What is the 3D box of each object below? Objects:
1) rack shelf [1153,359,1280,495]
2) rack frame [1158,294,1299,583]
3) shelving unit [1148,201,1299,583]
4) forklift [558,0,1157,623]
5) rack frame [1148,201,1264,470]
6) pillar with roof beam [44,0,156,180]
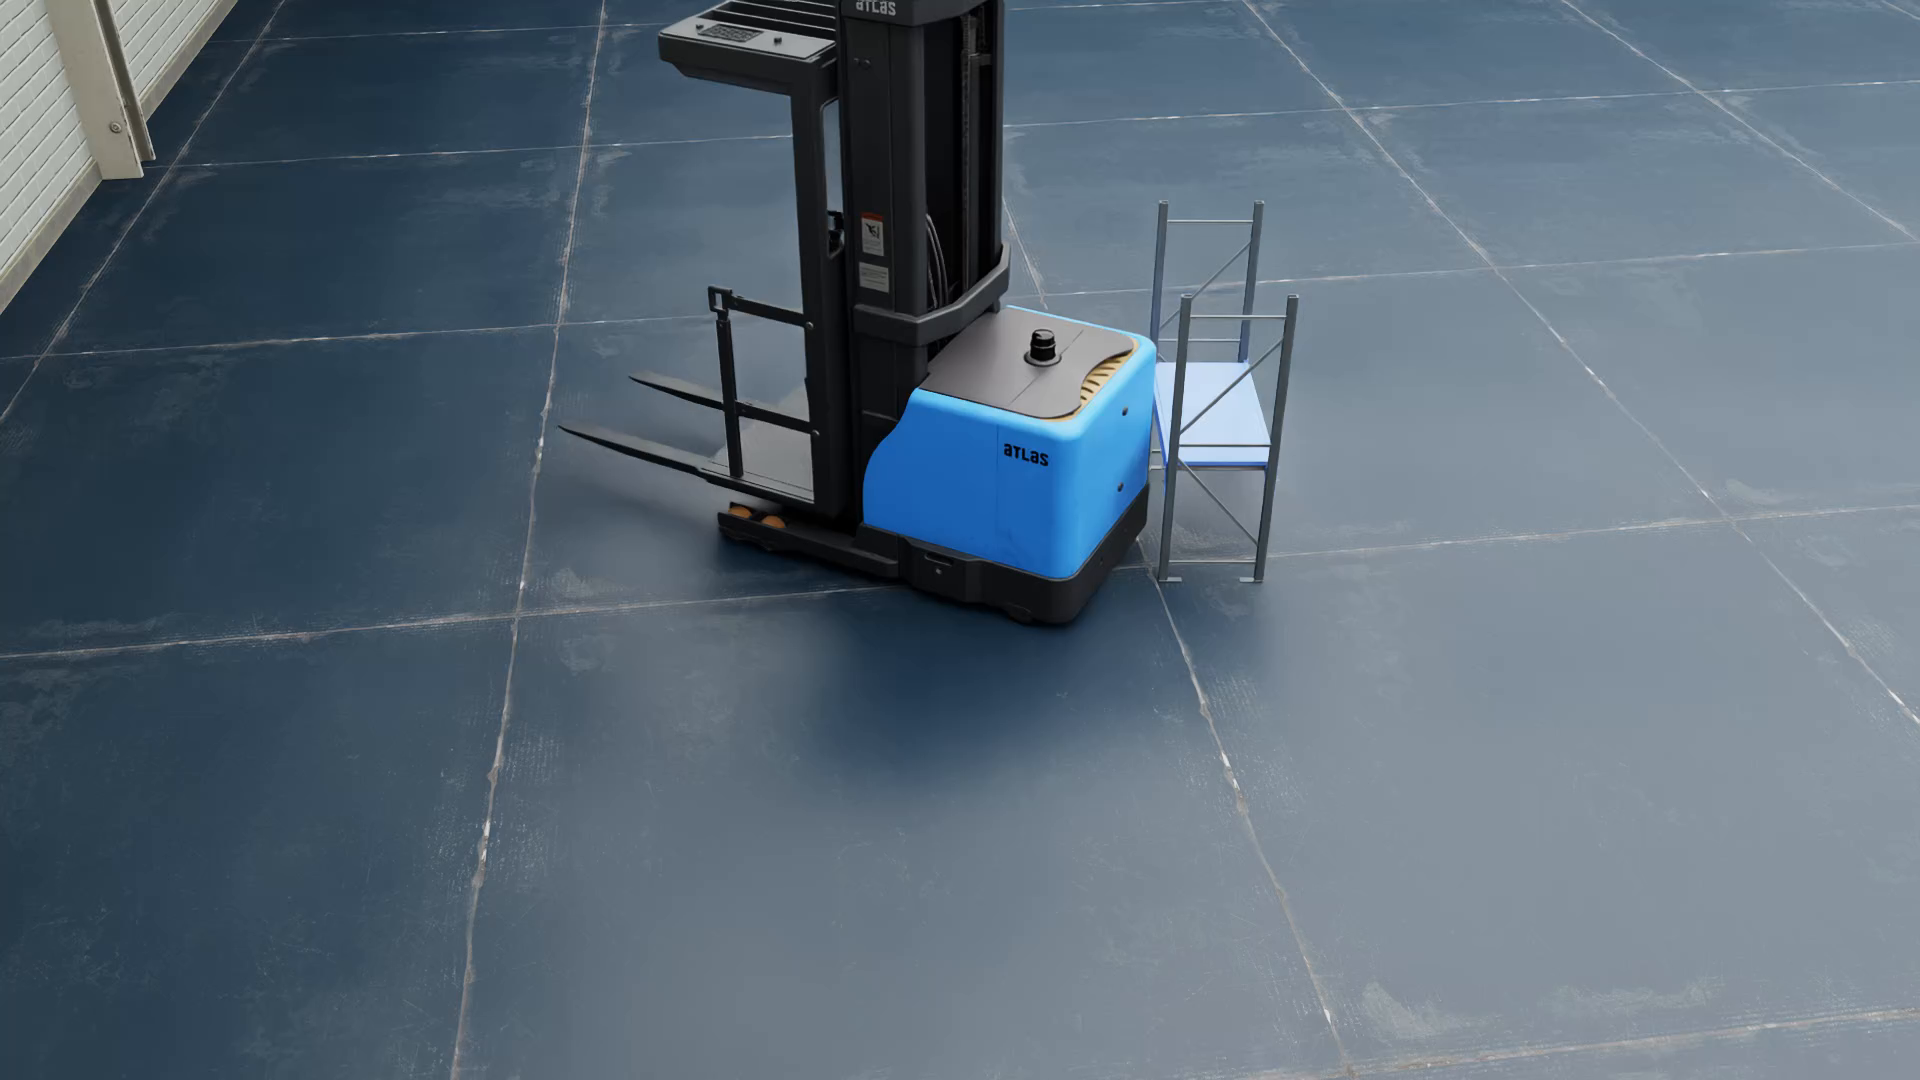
[{"bbox_3d":[1.202,-0.563,8.064,0.538,0.185,1.000,0,34,0],"label":"rack shelf"},{"bbox_3d":[1.200,-0.426,7.543,0.500,1.500,0.032,0,34,0],"label":"rack frame"},{"bbox_3d":[1.202,-0.712,7.963,0.538,1.500,1.048,0,34,0],"label":"shelving unit"},{"bbox_3d":[-0.620,-1.406,7.711,3.031,2.935,1.130,16,38,22],"label":"forklift"},{"bbox_3d":[1.205,-0.998,8.383,0.500,1.500,0.032,0,34,0],"label":"rack frame"},{"bbox_3d":[-1.882,-6.788,10.219,9.100,9.000,0.400,-4,35,-6],"label":"pillar with roof beam"}]
